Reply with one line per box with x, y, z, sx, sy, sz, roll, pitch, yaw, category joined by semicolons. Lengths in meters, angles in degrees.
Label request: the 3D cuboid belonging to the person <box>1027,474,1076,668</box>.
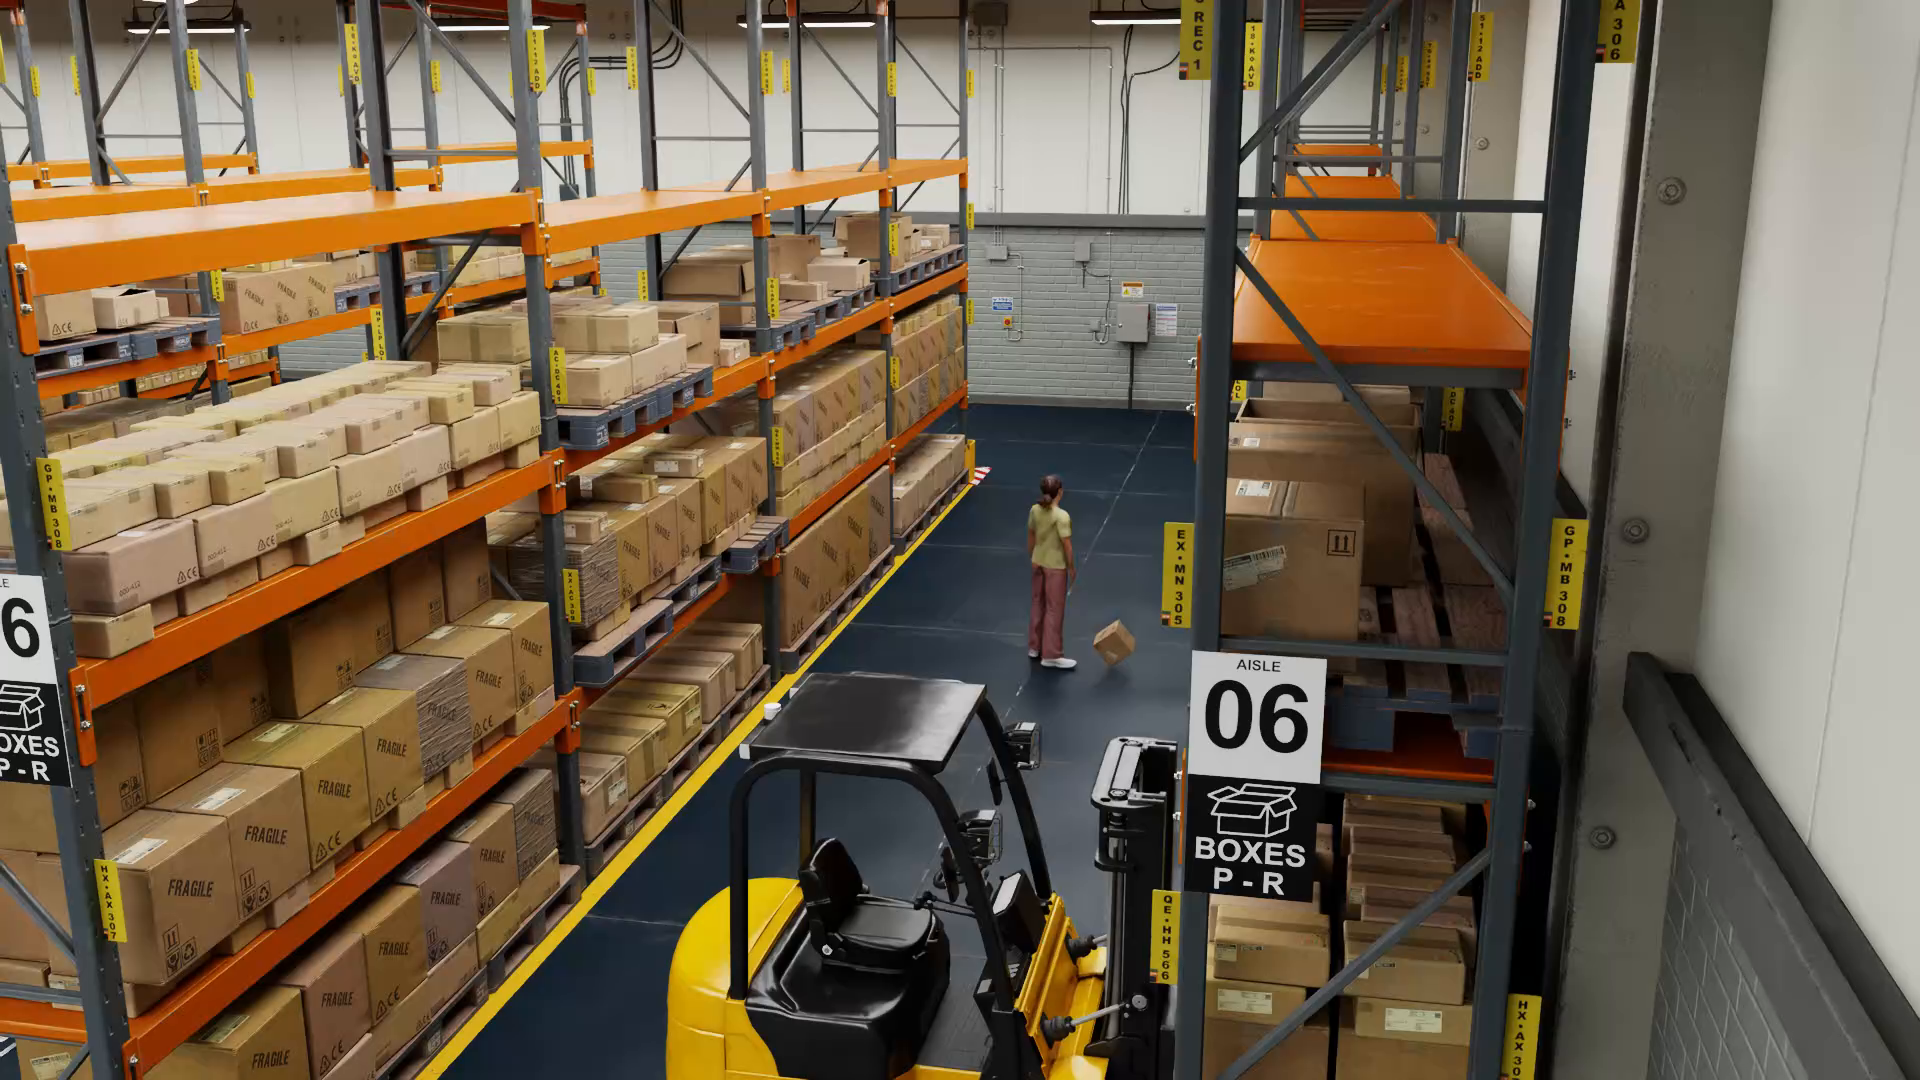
0.801;0.249;14.473;0.375;1.679;0.573;-13;19;-40;person
